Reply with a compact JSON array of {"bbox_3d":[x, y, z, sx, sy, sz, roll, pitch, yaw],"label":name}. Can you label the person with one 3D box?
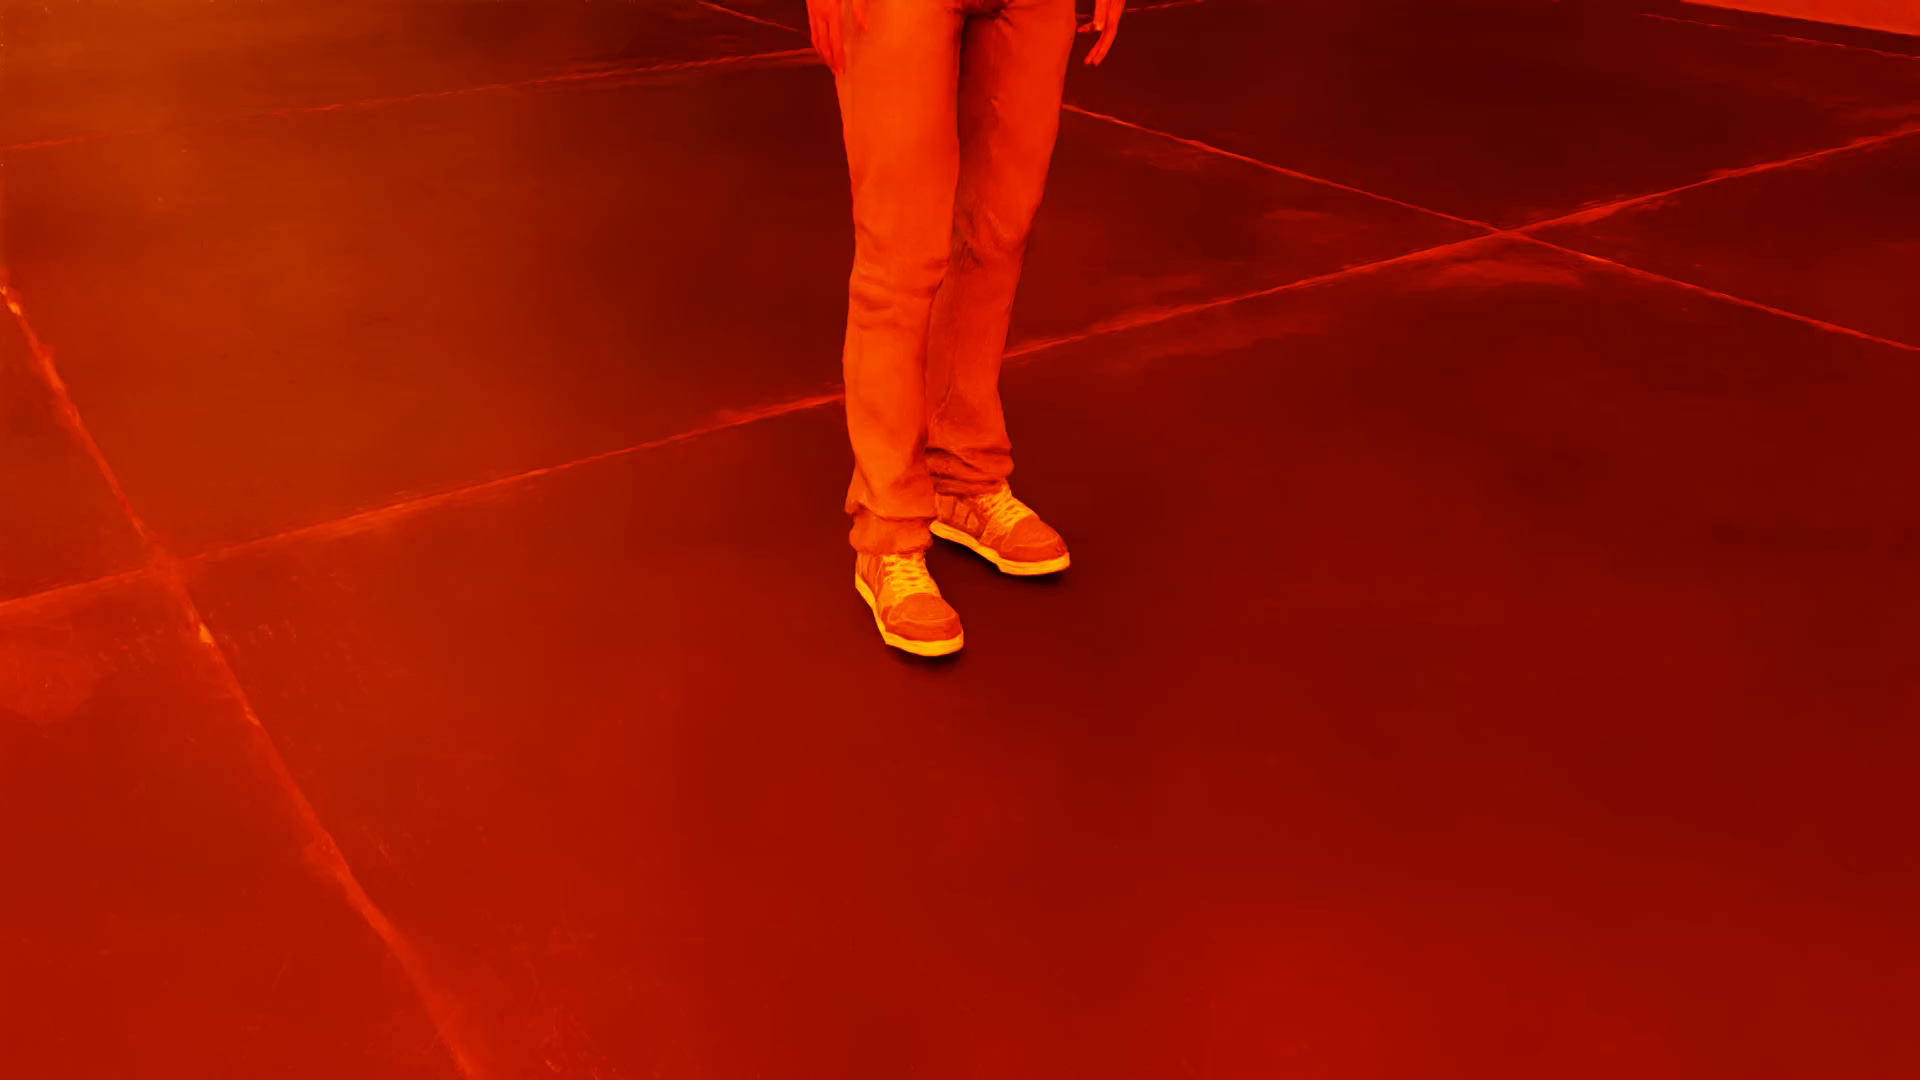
[{"bbox_3d":[0.031,-0.689,2.077,0.521,1.597,0.474,-17,31,-31],"label":"person"}]
